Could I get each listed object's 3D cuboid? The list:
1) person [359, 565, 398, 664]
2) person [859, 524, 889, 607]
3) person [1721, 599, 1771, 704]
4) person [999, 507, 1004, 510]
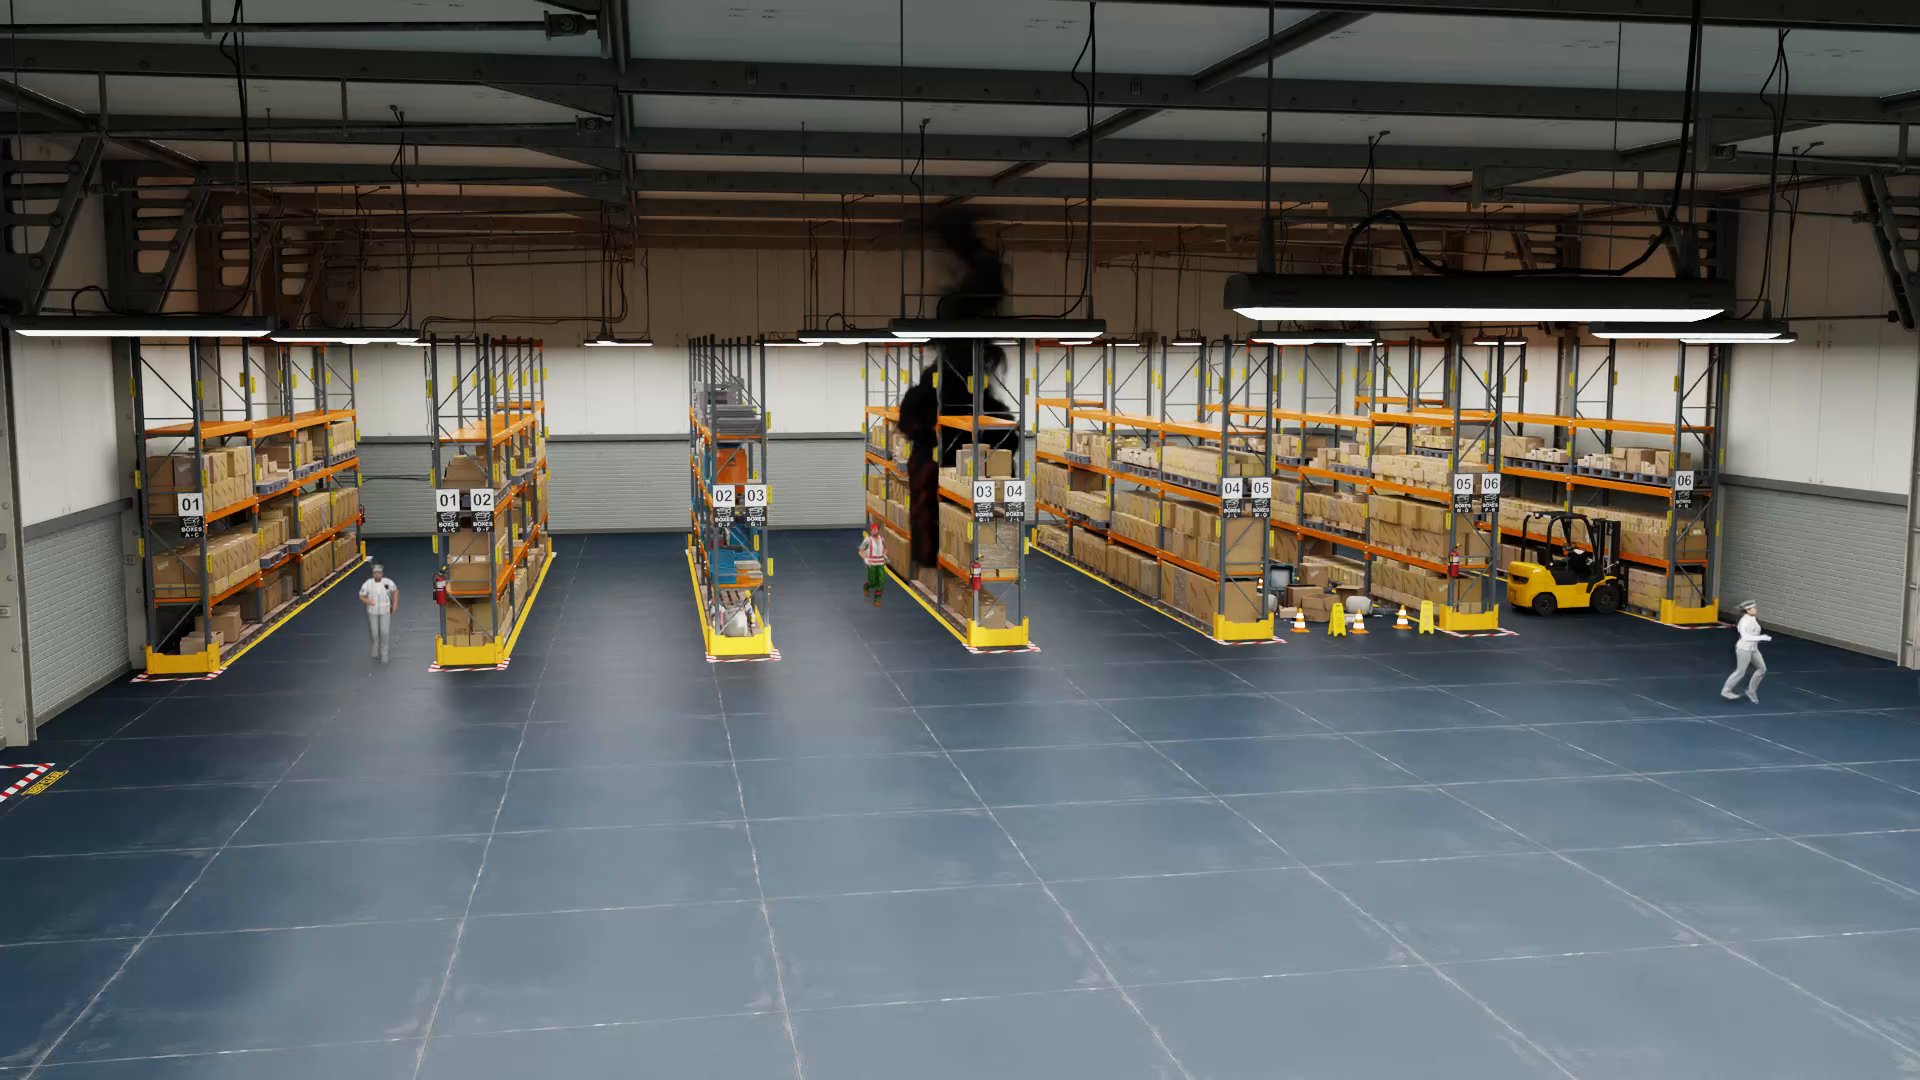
[{"bbox_3d":[-10.716,1.337,30.680,0.684,1.808,0.866,-2,7,-20],"label":"person"},{"bbox_3d":[-1.808,0.525,35.299,0.656,1.760,0.704,-3,7,-27],"label":"person"},{"bbox_3d":[12.755,1.817,26.935,0.726,1.734,0.590,6,9,41],"label":"person"},{"bbox_3d":[0.849,-0.658,48.317,0.725,1.695,0.539,5,8,36],"label":"person"}]
